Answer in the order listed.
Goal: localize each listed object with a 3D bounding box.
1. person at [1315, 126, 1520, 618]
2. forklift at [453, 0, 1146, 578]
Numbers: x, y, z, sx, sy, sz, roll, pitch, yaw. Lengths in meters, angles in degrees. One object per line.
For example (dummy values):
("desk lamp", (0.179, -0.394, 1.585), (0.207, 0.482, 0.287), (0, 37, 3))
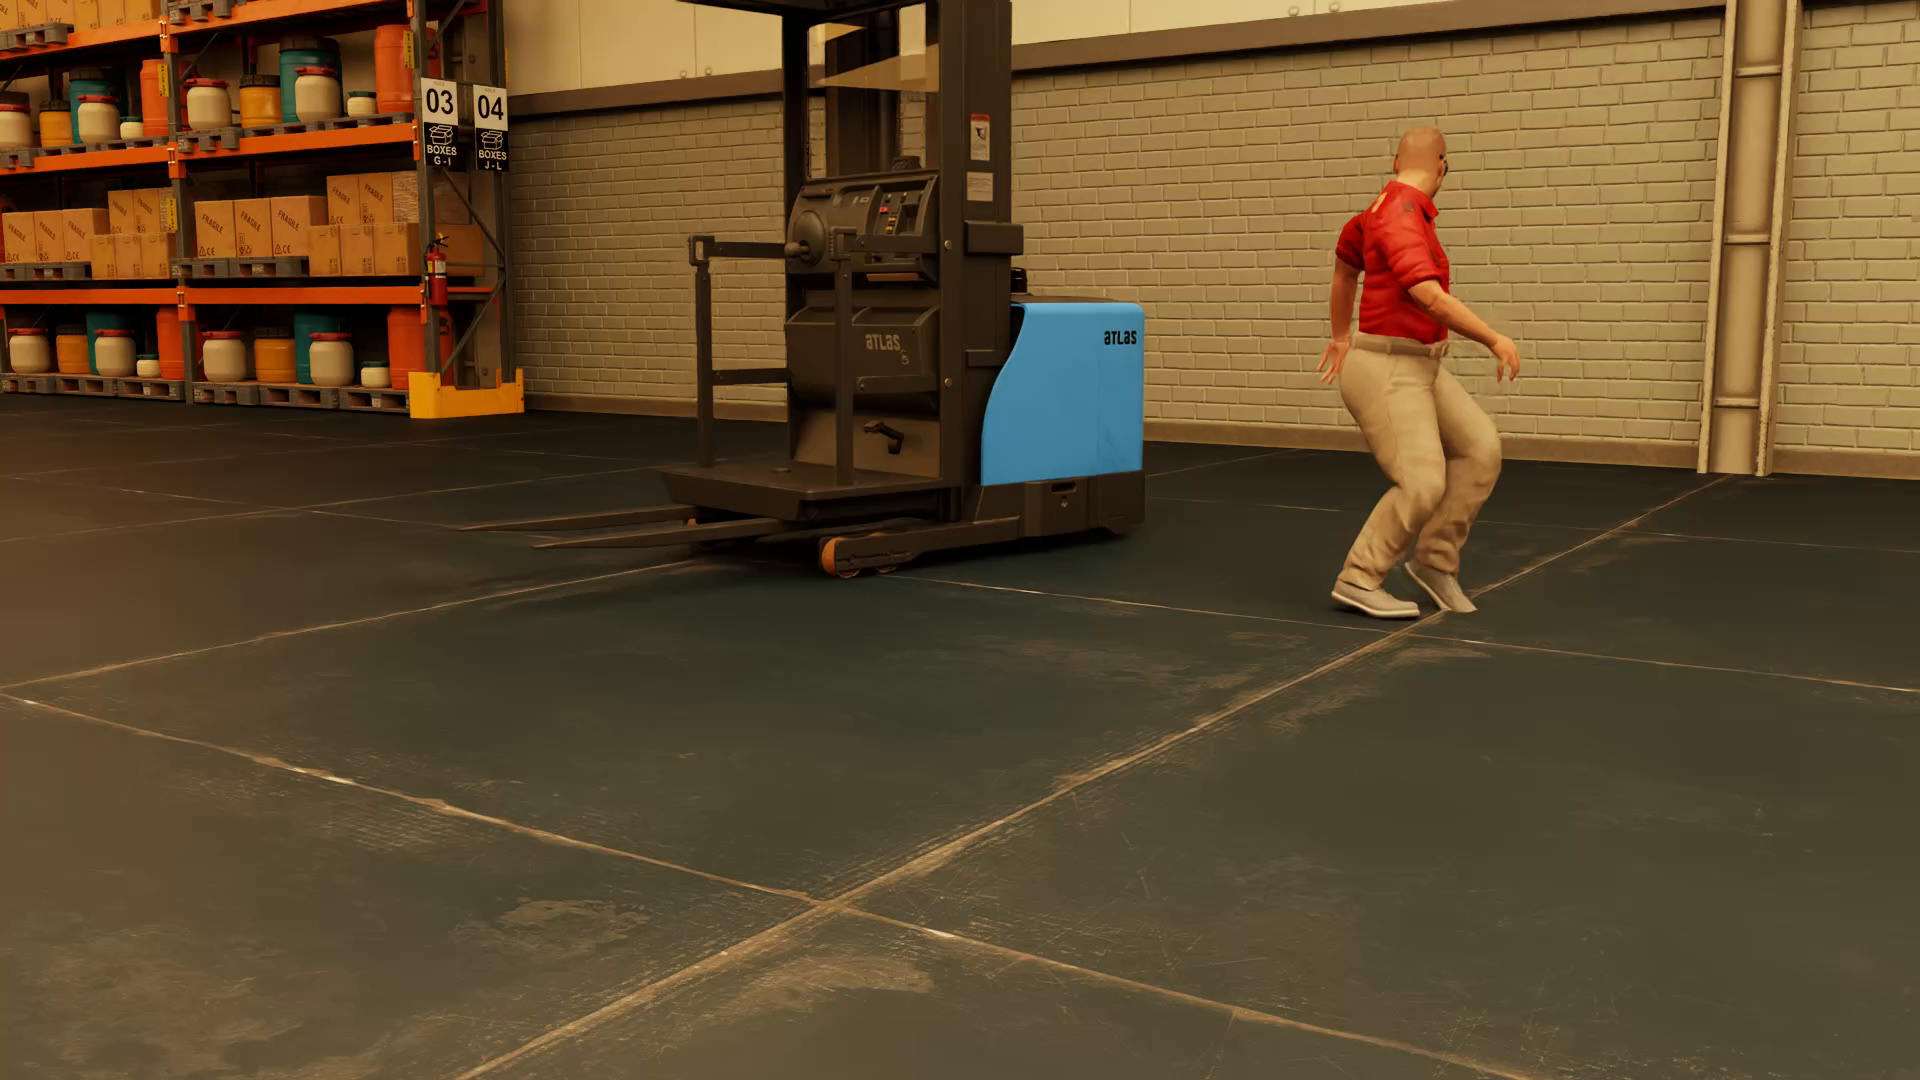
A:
("person", (1.529, -0.540, 5.726), (0.773, 1.722, 0.674), (4, 9, 27))
("forklift", (-0.580, -1.382, 6.912), (3.031, 2.935, 1.130), (-7, 11, -41))
